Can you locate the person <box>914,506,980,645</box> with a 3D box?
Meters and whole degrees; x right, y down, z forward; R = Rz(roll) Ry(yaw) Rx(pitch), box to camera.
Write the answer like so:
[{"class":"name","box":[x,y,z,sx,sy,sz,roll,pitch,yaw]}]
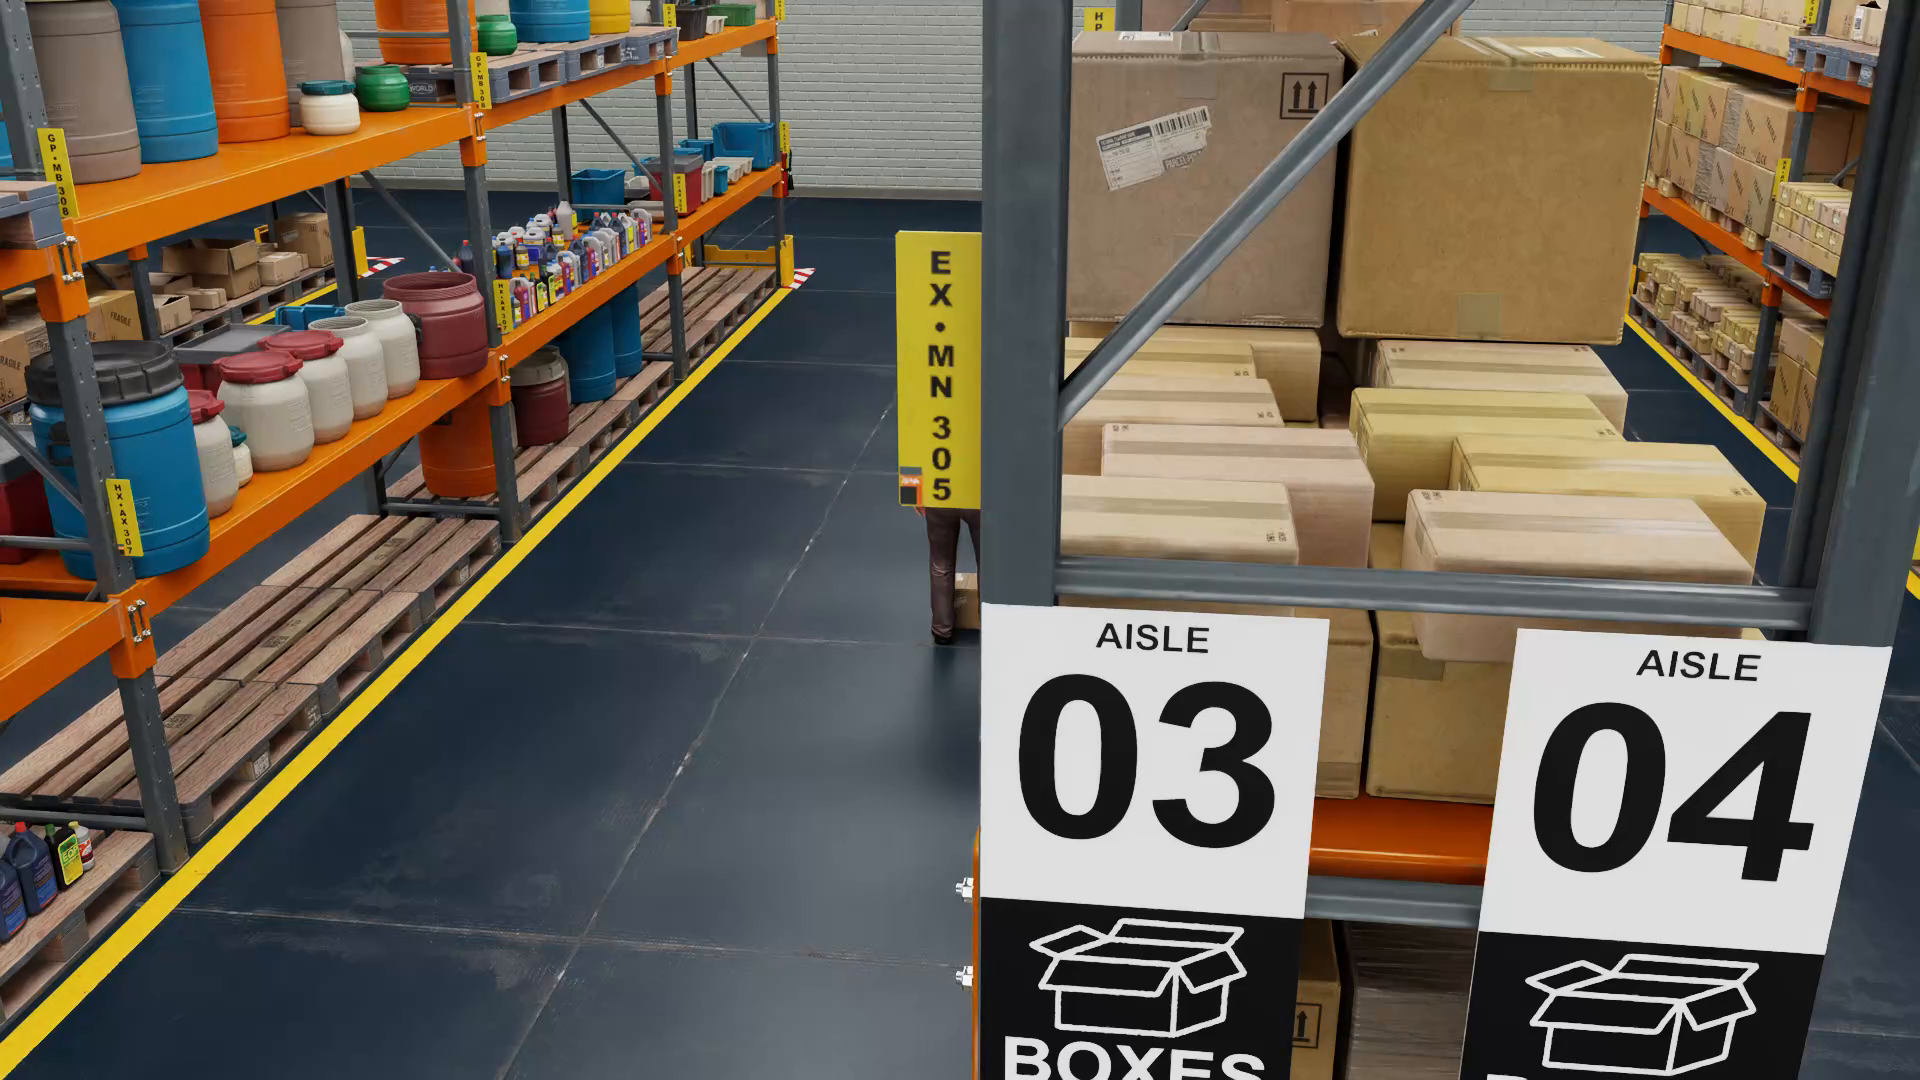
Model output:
[{"class":"person","box":[0.015,-0.231,9.218,0.586,1.721,0.412,2,21,5]}]
